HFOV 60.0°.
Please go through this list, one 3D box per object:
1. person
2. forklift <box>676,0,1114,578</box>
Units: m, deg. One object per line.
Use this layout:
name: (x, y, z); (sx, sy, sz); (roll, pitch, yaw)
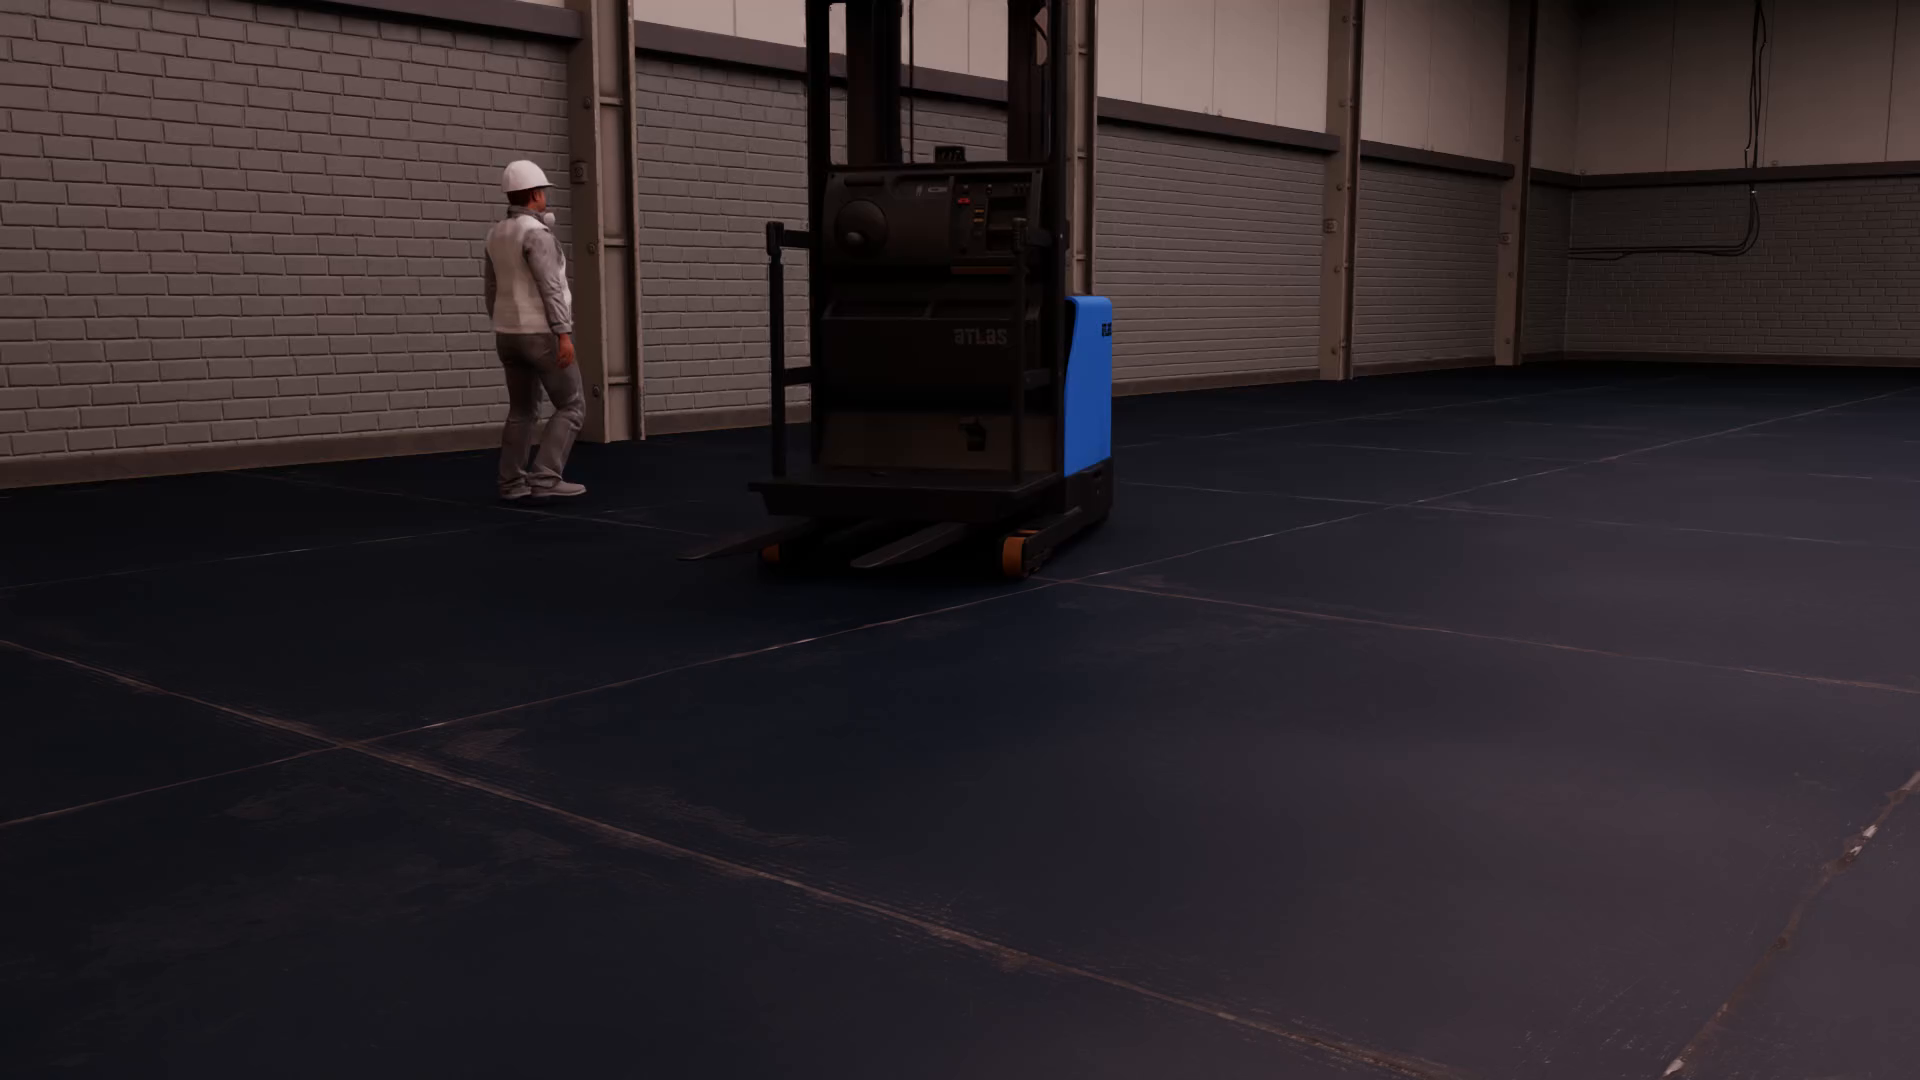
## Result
person: (-2.202, -1.070, 8.638); (0.700, 1.762, 0.408); (7, 11, 40)
forklift: (-0.176, -1.366, 6.616); (1.130, 2.935, 3.031); (3, 9, 17)
